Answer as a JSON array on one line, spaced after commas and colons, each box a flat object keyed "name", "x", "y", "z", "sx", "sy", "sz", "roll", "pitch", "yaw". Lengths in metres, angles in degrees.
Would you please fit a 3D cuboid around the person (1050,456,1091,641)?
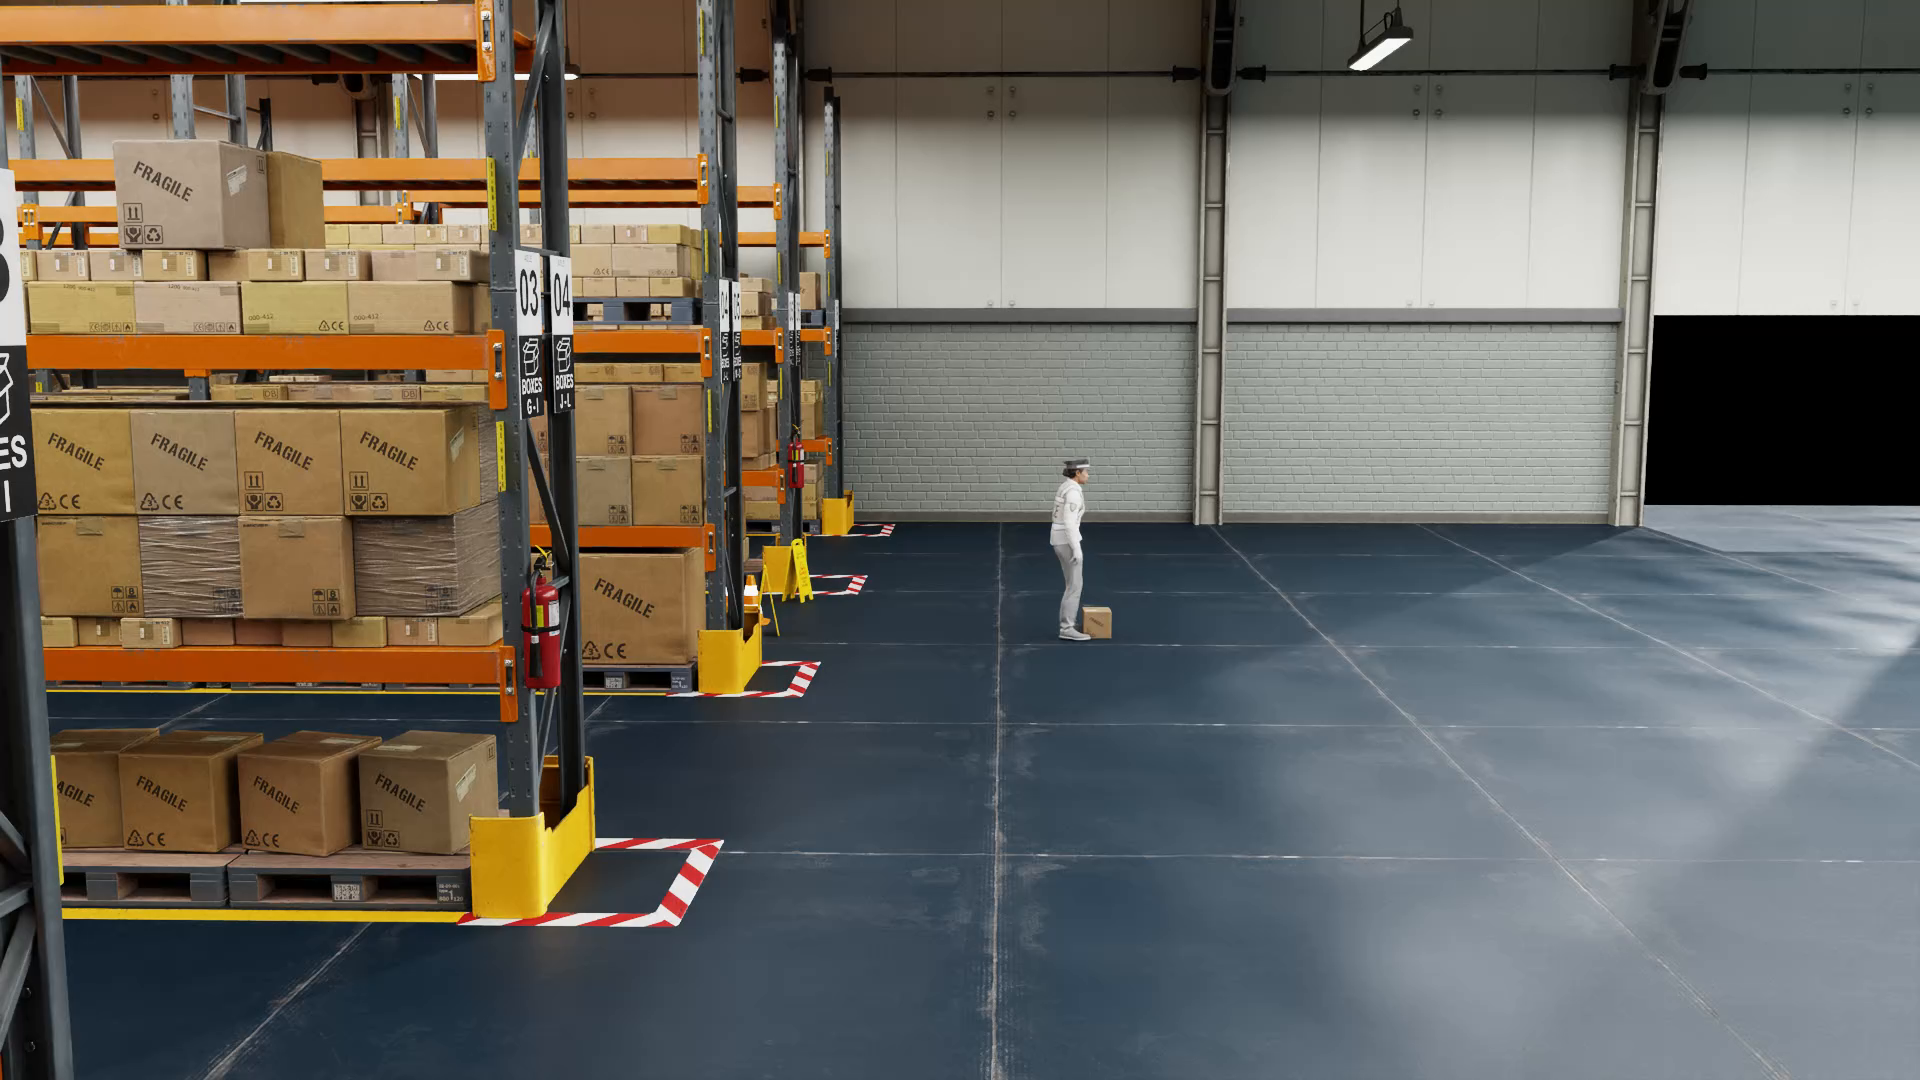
[{"name": "person", "x": 1.038, "y": 0.064, "z": 15.268, "sx": 0.415, "sy": 1.662, "sz": 0.541, "roll": 0, "pitch": 7, "yaw": -2}]
